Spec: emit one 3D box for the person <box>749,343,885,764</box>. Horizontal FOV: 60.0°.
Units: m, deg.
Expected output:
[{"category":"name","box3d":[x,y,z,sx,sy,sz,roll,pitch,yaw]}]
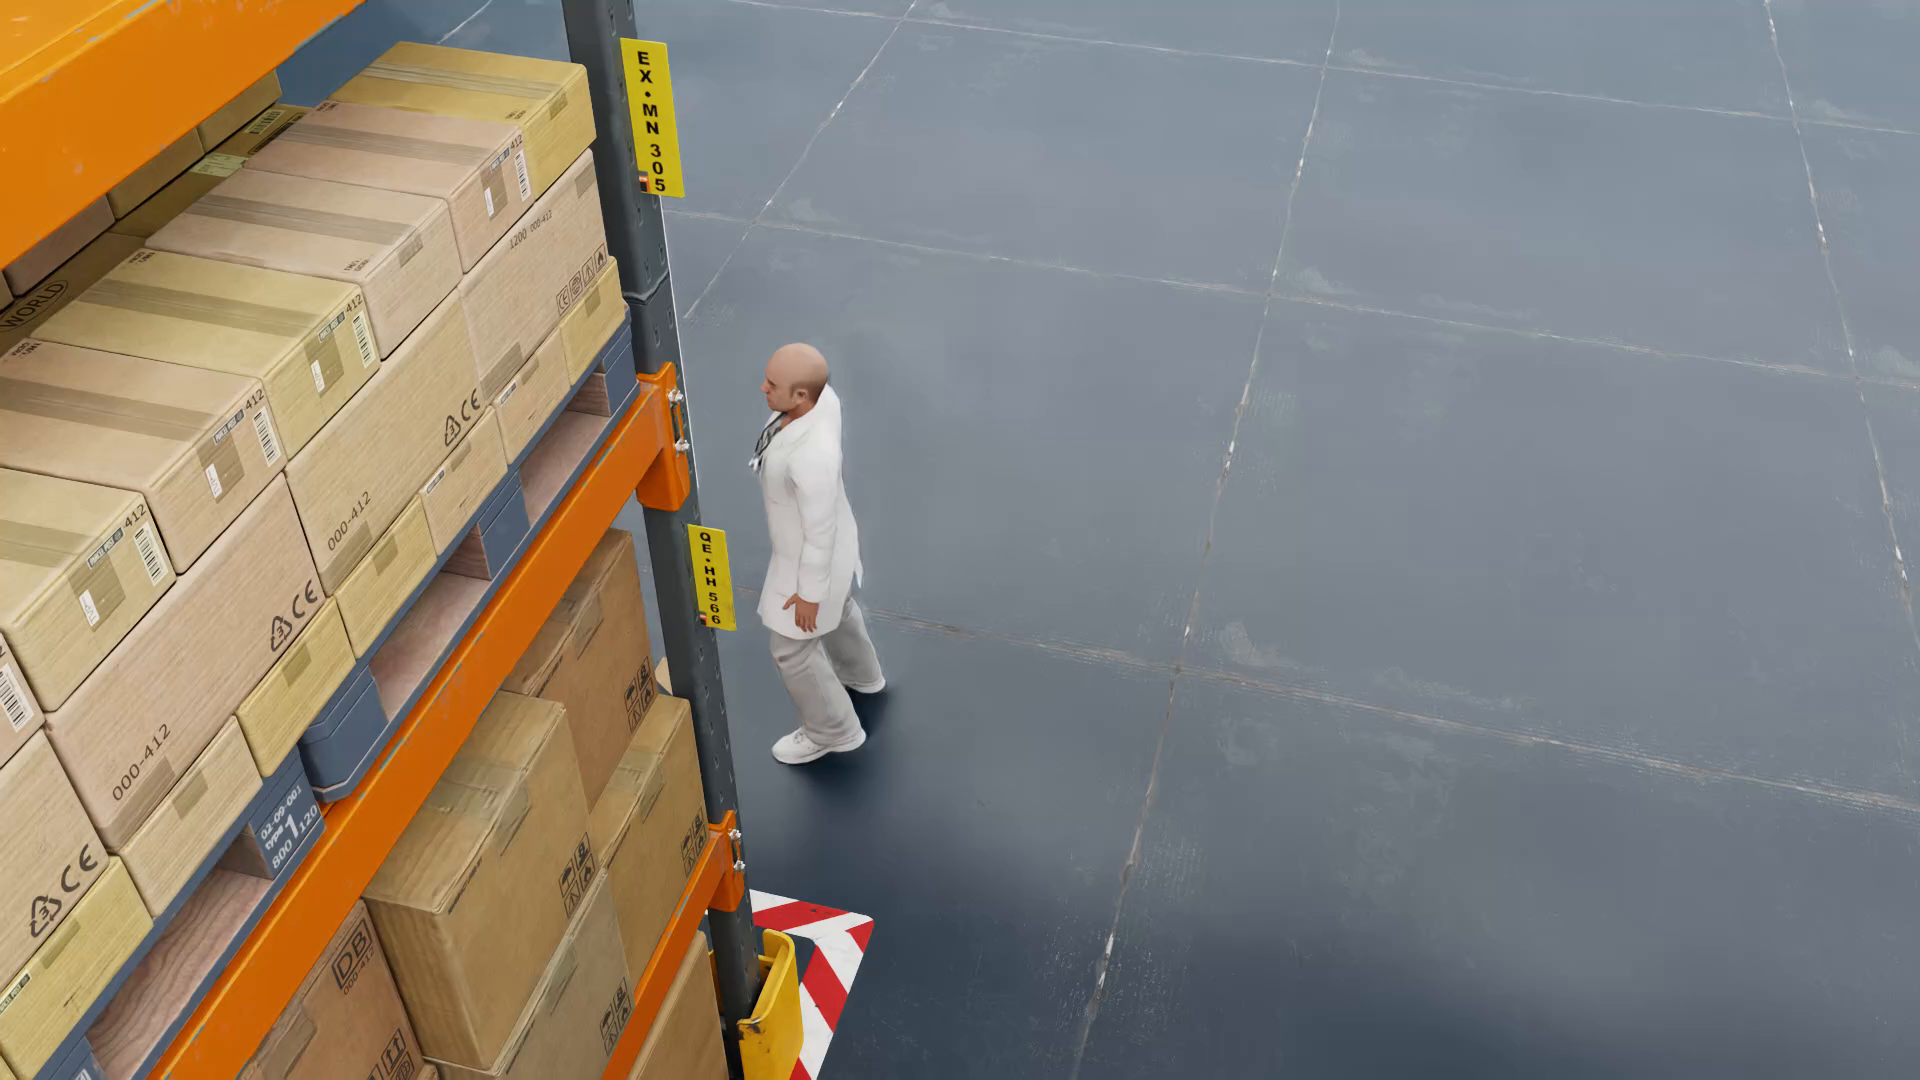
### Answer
[{"category":"person","box3d":[-0.525,0.038,6.105,0.455,1.795,0.647,-2,41,-2]}]
